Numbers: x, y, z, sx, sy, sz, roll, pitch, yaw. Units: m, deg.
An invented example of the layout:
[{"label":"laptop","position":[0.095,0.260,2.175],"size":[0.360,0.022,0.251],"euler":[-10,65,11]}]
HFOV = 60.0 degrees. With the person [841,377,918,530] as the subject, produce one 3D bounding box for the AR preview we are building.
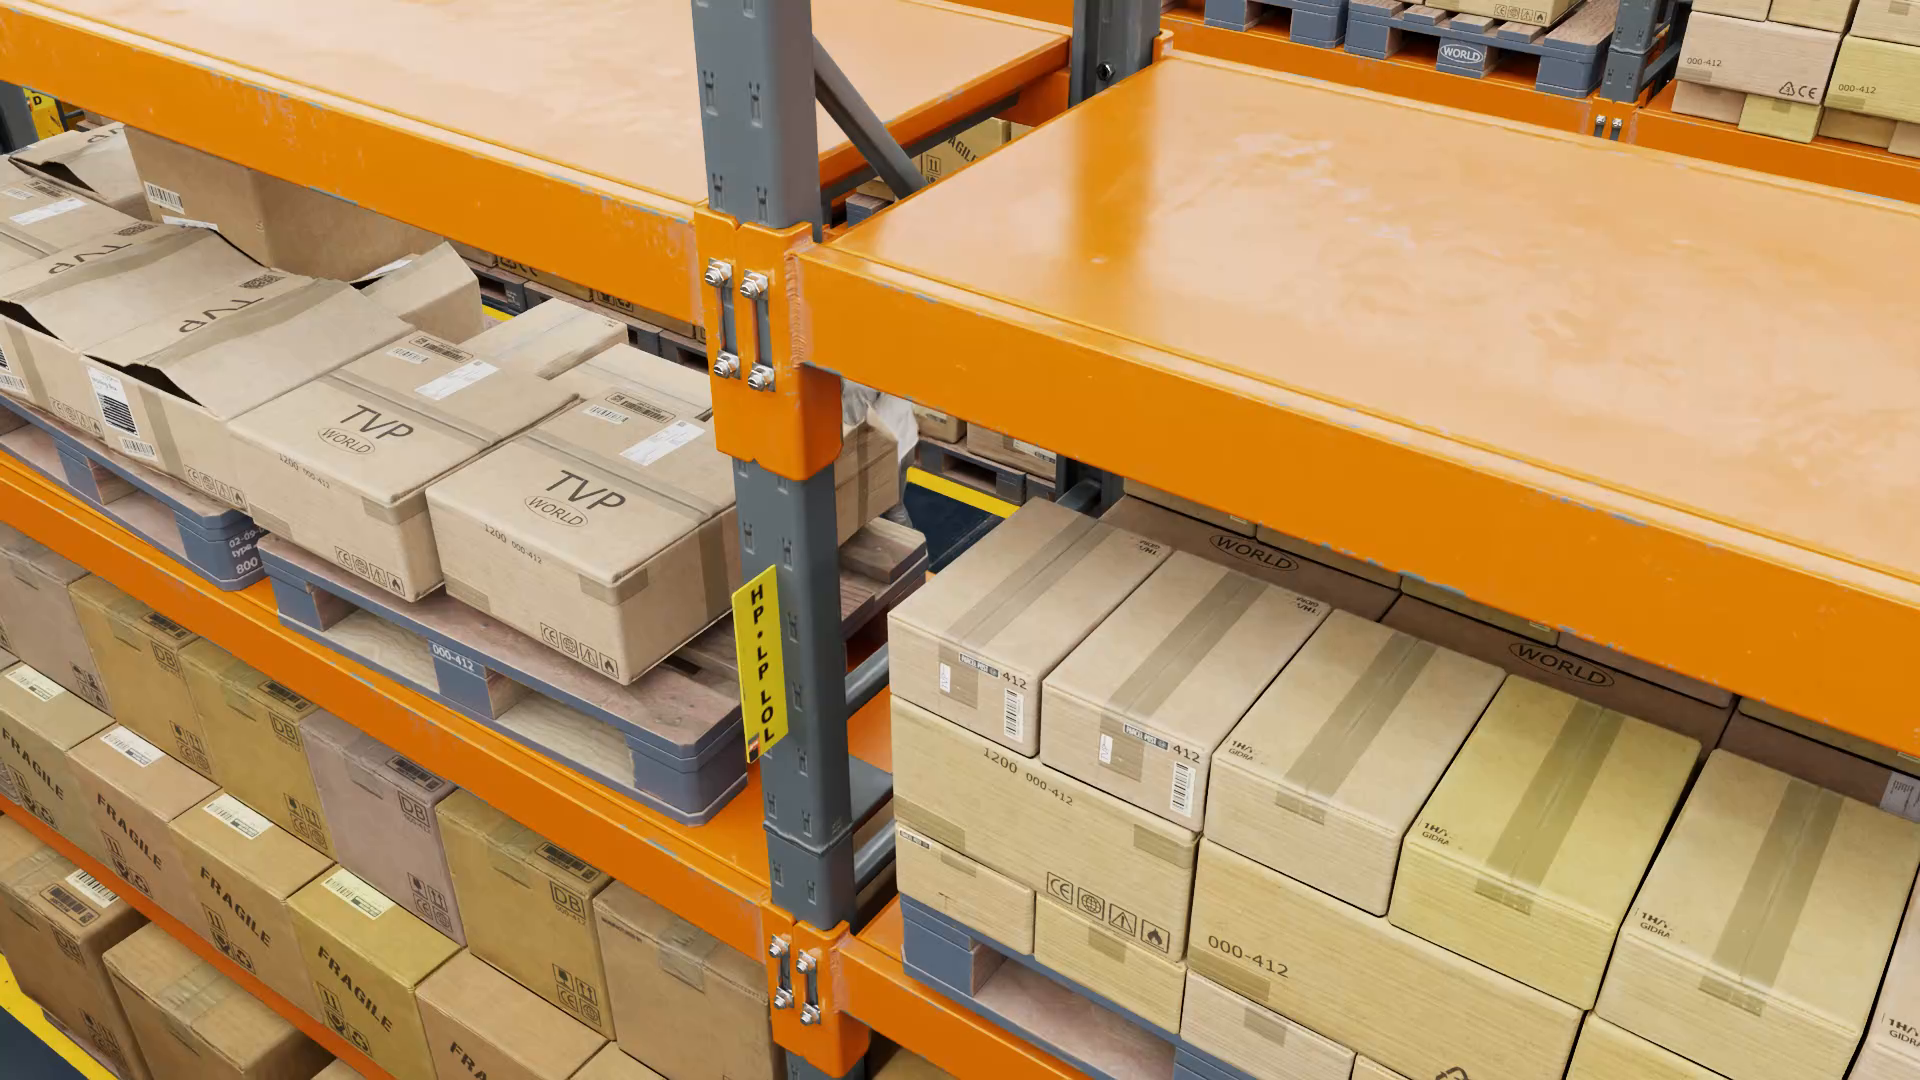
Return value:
[{"label":"person","position":[-0.460,-0.450,7.954],"size":[0.482,1.770,0.593],"euler":[15,37,21]}]
